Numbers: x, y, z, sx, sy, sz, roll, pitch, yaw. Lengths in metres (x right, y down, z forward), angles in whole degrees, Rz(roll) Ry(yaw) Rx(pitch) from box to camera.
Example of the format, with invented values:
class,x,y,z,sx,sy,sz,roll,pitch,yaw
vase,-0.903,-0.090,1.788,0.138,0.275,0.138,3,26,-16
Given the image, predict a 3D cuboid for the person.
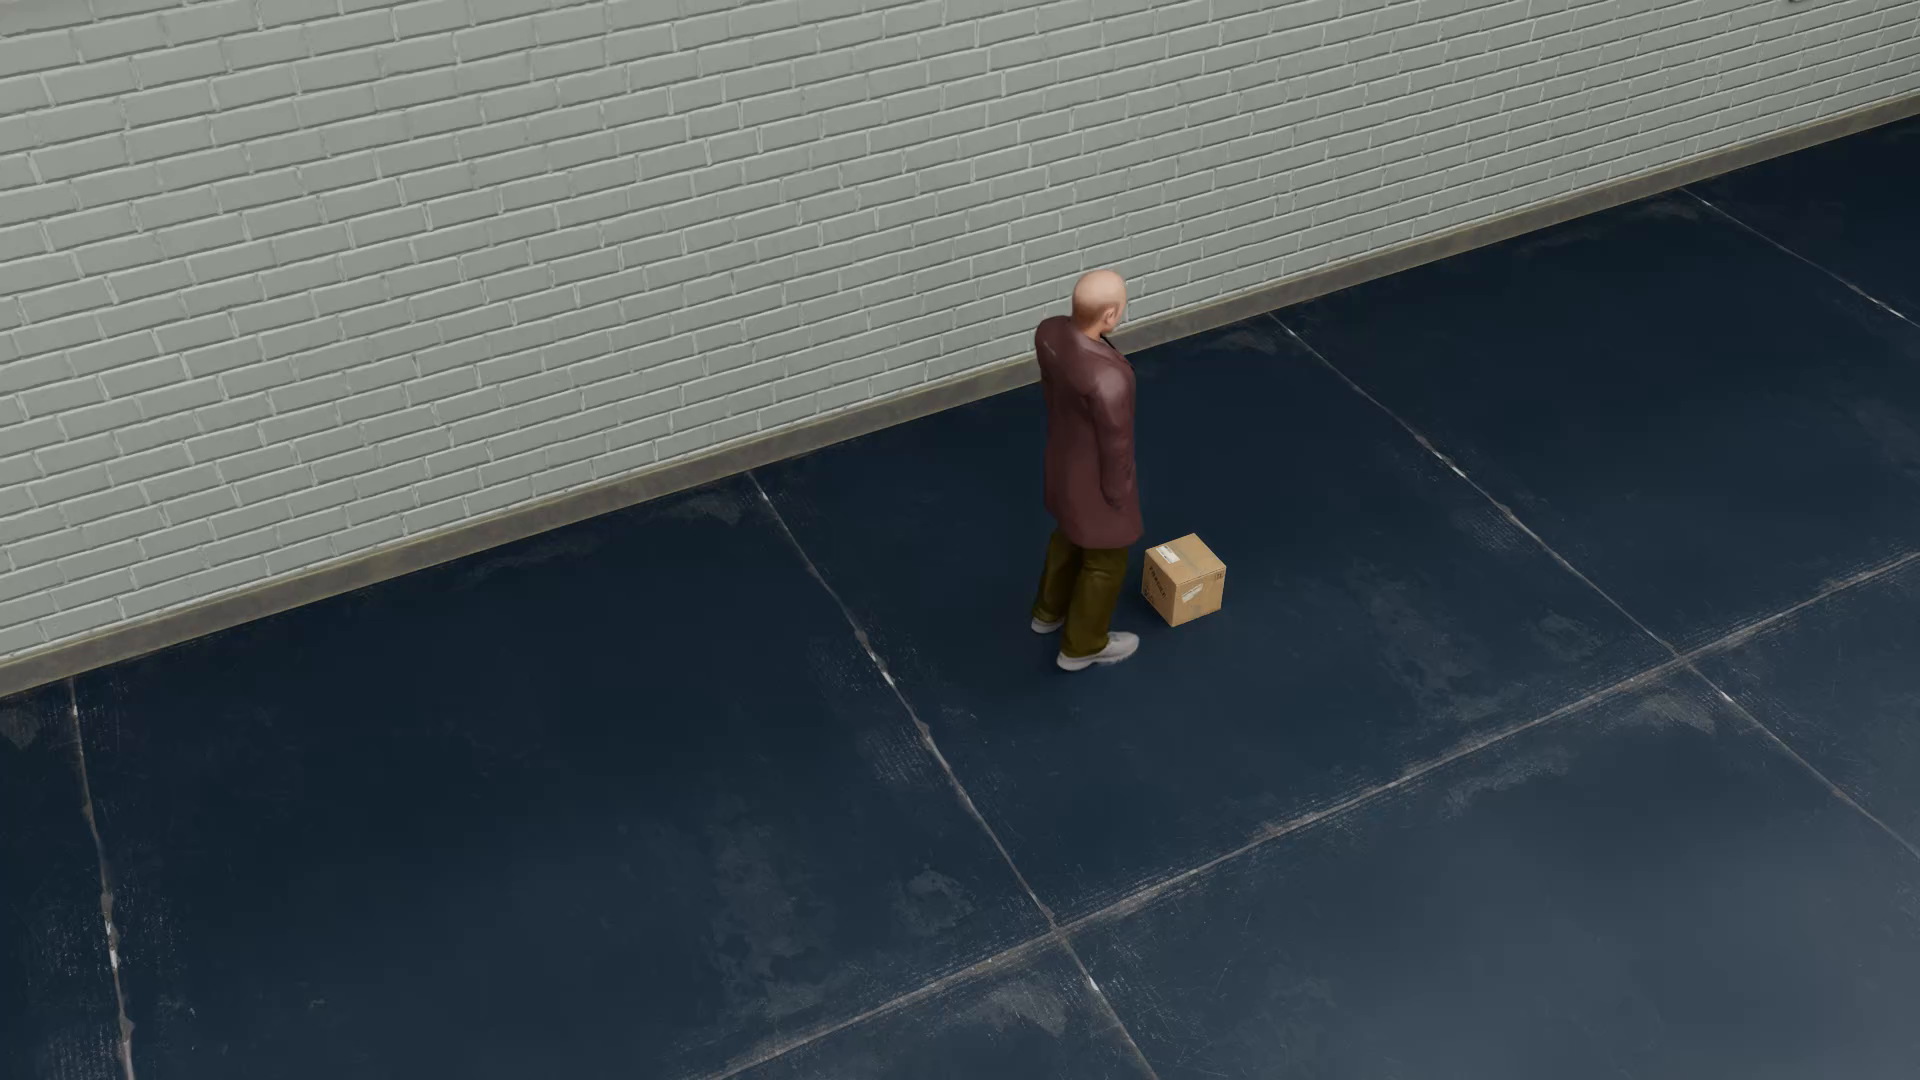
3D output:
class,x,y,z,sx,sy,sz,roll,pitch,yaw
person,0.507,-0.268,6.516,0.403,1.746,0.583,-18,44,-19
